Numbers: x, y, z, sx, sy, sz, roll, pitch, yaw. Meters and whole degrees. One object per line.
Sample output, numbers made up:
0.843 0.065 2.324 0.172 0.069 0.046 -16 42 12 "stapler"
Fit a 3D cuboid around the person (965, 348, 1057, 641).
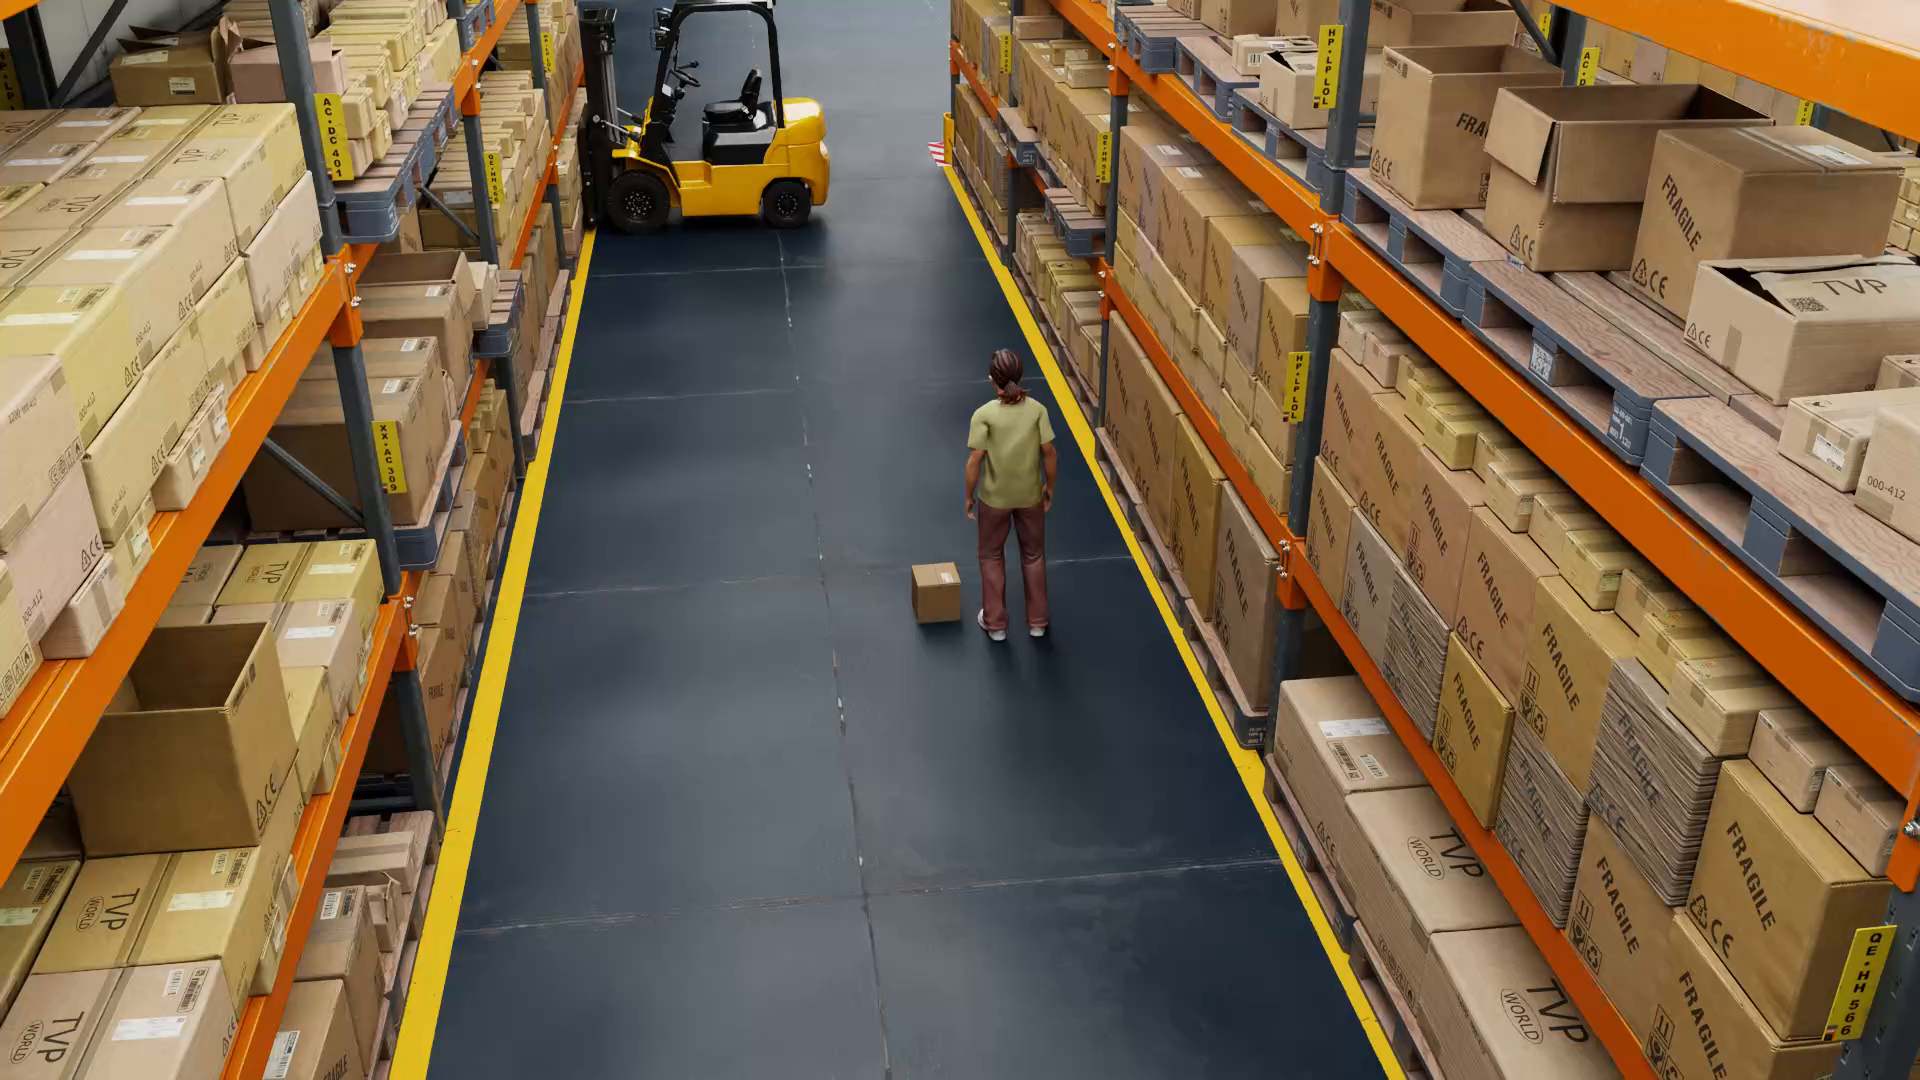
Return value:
0.274 -0.228 9.085 0.521 1.651 0.341 -5 28 -10 "person"
